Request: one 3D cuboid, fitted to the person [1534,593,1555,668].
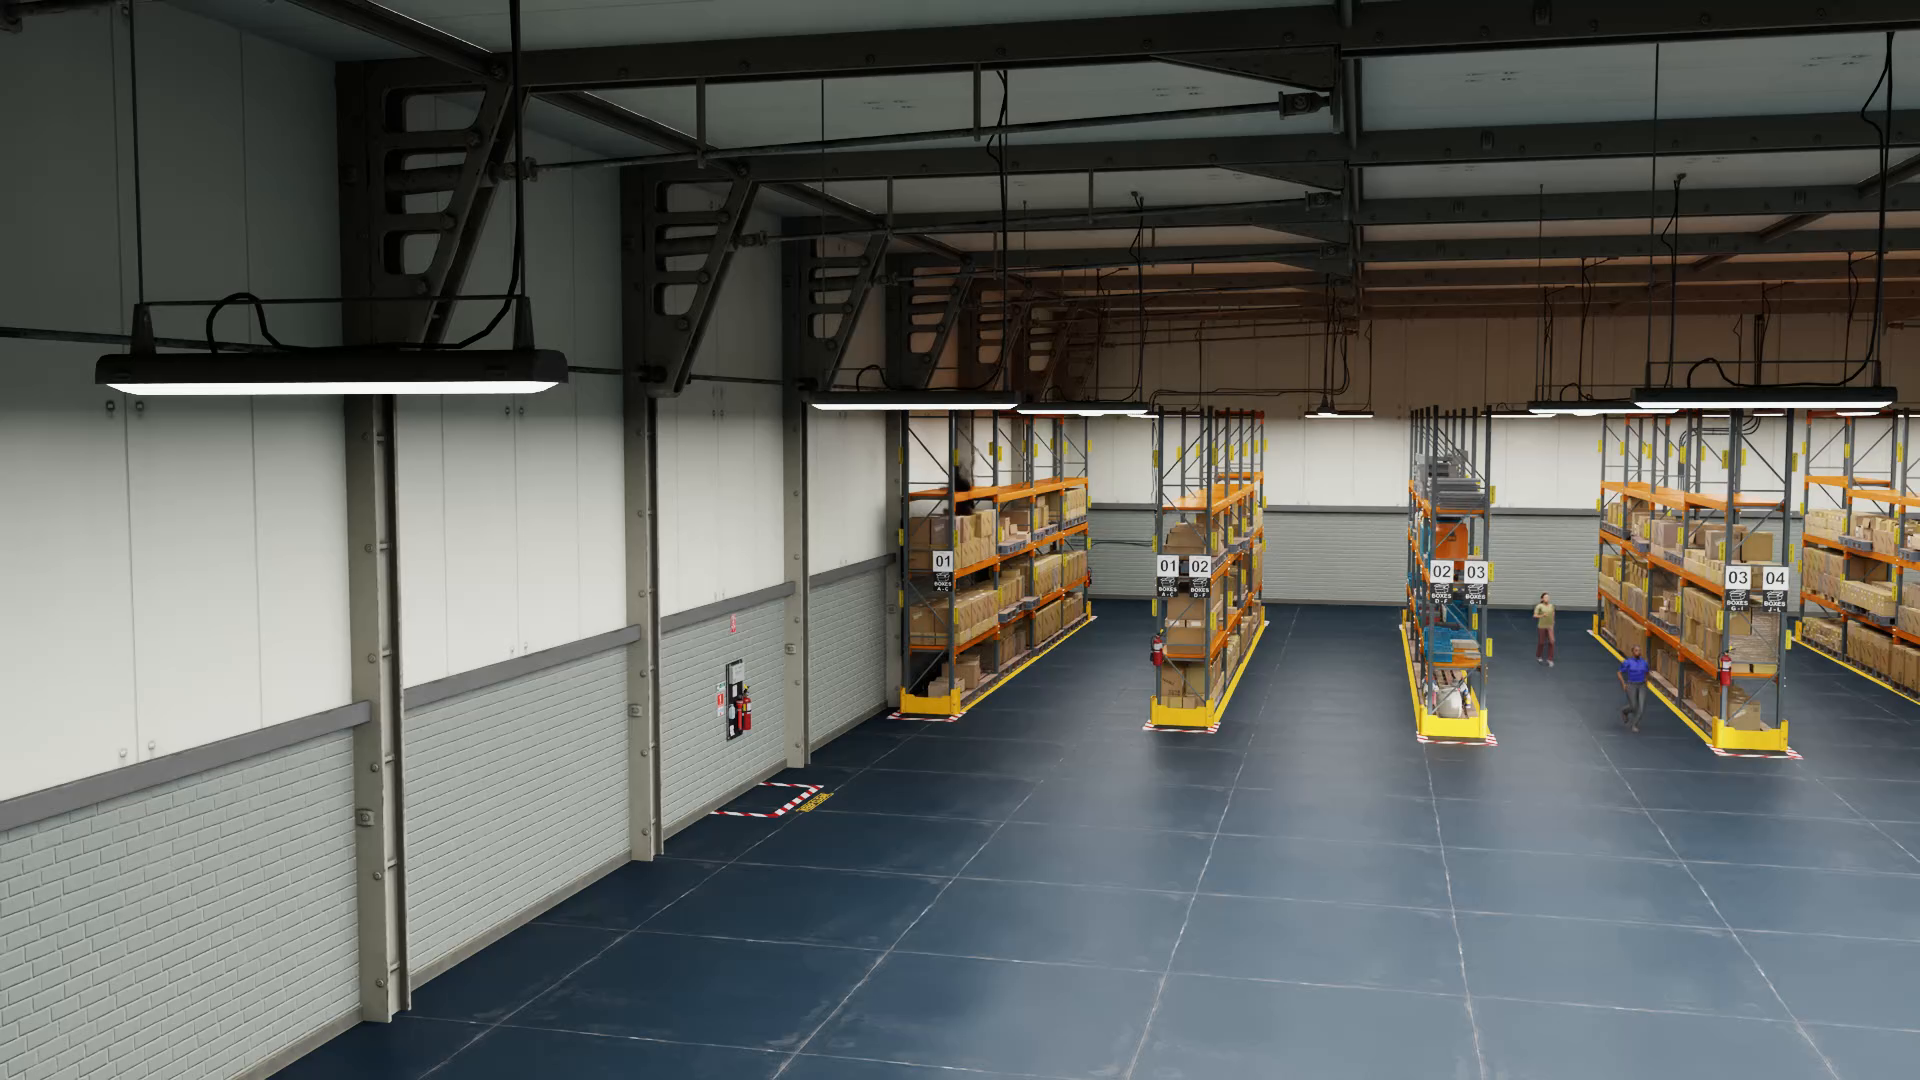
[{"bbox_3d":[13.695,2.088,38.951,0.565,1.712,0.766,0,4,0],"label":"person"}]

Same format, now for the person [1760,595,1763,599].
[{"bbox_3d":[21.618,1.719,44.642,0.649,1.588,0.630,1,4,9],"label":"person"}]

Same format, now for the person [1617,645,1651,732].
[{"bbox_3d":[12.423,2.734,30.576,0.574,1.592,0.561,0,4,0],"label":"person"}]
